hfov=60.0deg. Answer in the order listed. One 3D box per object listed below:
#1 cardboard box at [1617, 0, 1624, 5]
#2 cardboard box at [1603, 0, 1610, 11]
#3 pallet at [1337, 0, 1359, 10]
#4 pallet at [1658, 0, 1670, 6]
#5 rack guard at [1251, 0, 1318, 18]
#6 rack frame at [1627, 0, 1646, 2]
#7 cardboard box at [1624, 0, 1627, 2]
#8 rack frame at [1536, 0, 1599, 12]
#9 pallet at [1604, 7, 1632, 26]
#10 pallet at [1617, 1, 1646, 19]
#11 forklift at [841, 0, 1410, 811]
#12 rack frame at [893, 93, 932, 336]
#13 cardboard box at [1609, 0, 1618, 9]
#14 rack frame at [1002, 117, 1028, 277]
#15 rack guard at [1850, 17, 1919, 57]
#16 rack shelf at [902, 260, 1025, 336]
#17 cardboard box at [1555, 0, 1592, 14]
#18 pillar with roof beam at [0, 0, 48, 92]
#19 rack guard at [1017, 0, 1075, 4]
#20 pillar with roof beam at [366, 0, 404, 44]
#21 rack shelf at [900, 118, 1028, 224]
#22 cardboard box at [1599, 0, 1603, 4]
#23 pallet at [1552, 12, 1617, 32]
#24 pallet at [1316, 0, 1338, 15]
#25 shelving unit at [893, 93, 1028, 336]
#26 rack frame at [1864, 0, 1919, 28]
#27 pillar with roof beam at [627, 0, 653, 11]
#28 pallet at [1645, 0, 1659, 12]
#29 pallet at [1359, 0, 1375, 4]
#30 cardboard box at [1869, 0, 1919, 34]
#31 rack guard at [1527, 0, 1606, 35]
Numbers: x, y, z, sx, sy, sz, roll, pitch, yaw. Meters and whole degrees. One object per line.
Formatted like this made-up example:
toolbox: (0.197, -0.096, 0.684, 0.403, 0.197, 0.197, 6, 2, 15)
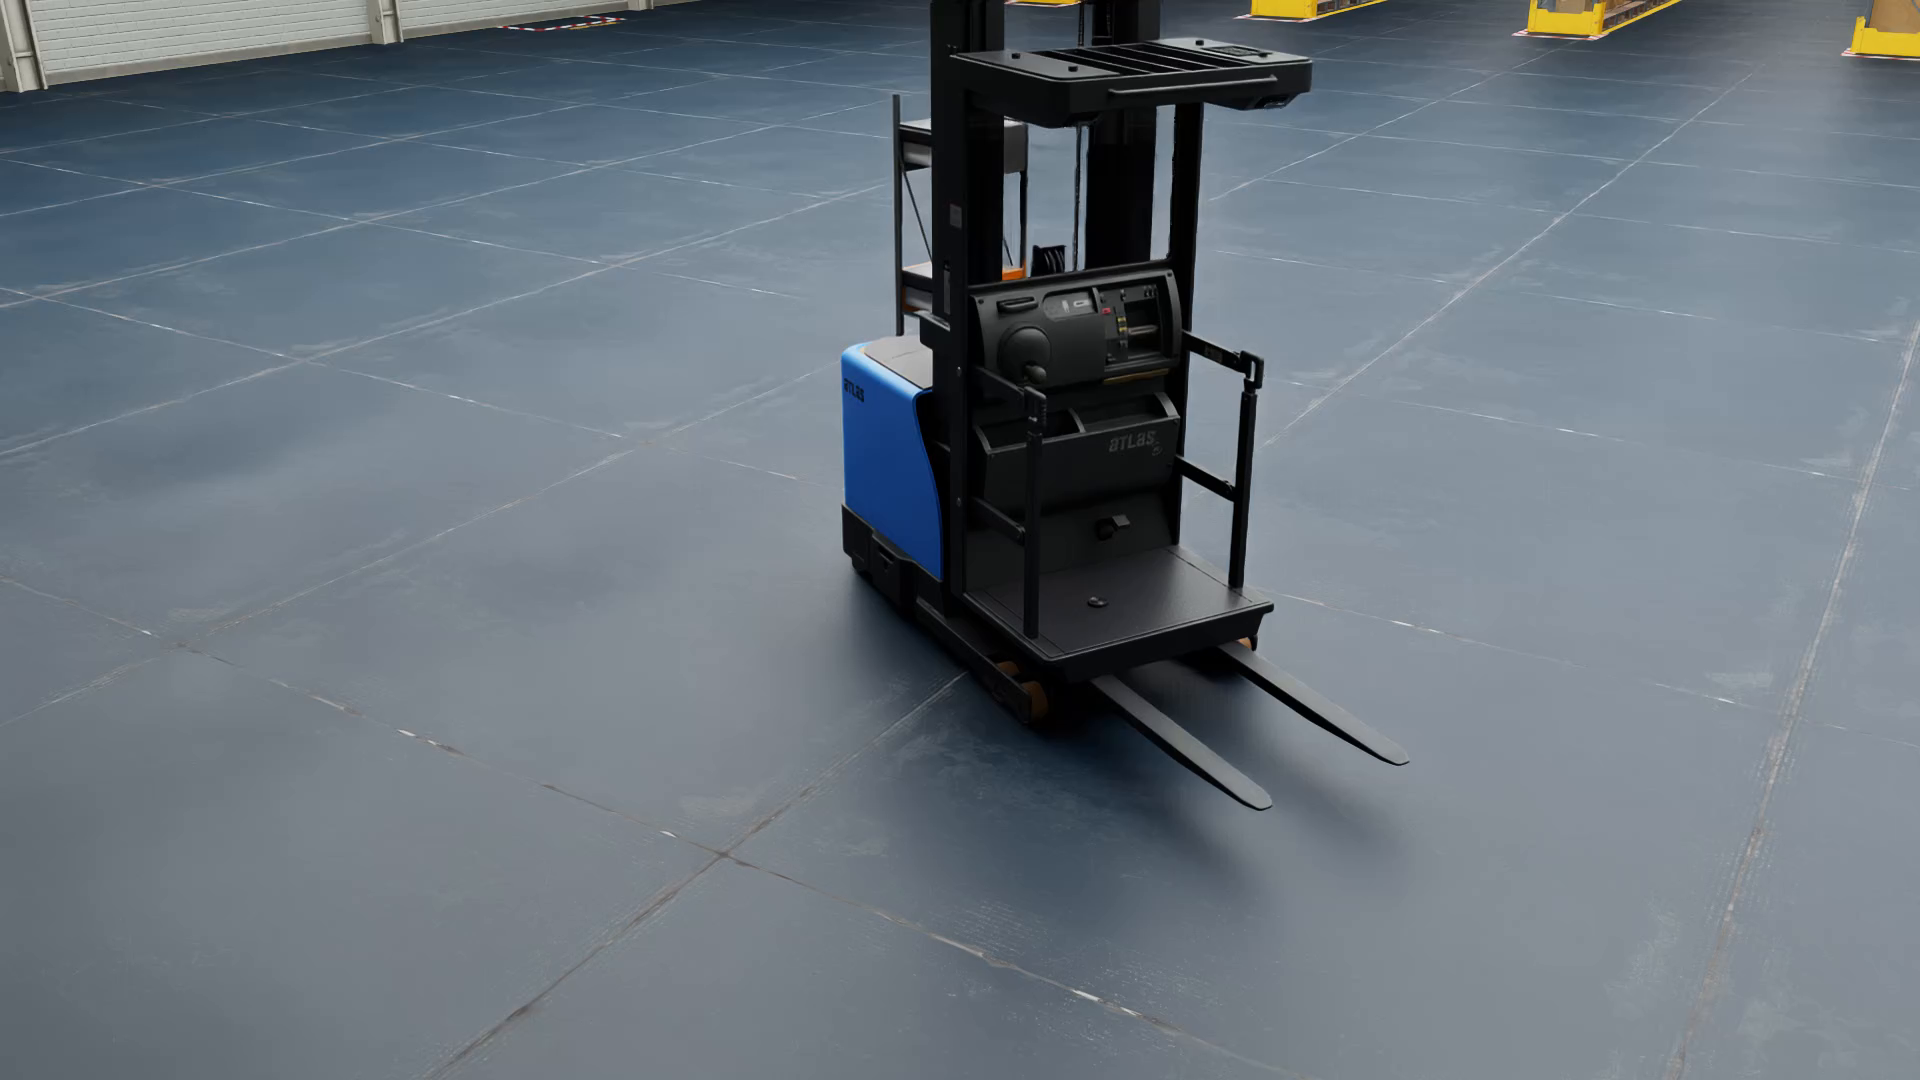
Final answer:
cardboard box: (11.690, -9.965, 30.111, 0.500, 0.500, 0.500, -18, 29, -36)
cardboard box: (11.097, -9.560, 29.175, 0.500, 0.500, 0.500, 17, 29, 34)
pallet: (6.990, -10.368, 31.933, 1.003, 0.211, 1.213, 14, 27, 29)
pallet: (13.283, -10.638, 32.557, 1.003, 0.211, 1.213, 14, 27, 29)
rack guard: (5.913, -9.817, 30.298, 1.175, 0.500, 0.348, 14, 27, 29)
rack frame: (12.231, -11.241, 30.440, 1.000, 3.000, 0.127, 14, 27, 29)
cardboard box: (11.986, -10.160, 30.561, 0.500, 0.500, 0.500, 13, 27, 27)
rack frame: (10.121, -9.891, 27.322, 1.000, 3.000, 0.127, 14, 27, 29)
pallet: (11.264, -9.314, 29.499, 1.003, 0.211, 1.213, 14, 27, 29)
pallet: (11.906, -9.727, 30.453, 1.003, 0.211, 1.213, 14, 27, 29)
forklift: (0.583, -0.825, 6.467, 1.130, 2.935, 3.031, -12, 26, -26)
rack frame: (-0.175, -1.073, 8.085, 0.015, 2.100, 0.400, -20, 31, -39)
cardboard box: (11.429, -9.739, 29.589, 0.500, 0.500, 0.500, 11, 26, 24)
rack frame: (0.183, -1.205, 8.390, 0.015, 2.100, 0.400, -20, 31, -39)
rack guard: (14.268, -7.662, 25.320, 1.175, 0.500, 0.348, 14, 27, 29)
rack shelf: (0.004, -1.126, 8.243, 0.480, 0.518, 0.431, -20, 31, -39)
cardboard box: (10.464, -9.144, 28.214, 0.500, 0.500, 0.500, 20, 30, 38)
pillar with roof beam: (-8.707, -9.198, 18.170, 9.100, 9.000, 0.400, 14, 27, 29)
rack guard: (1.694, -10.813, 32.598, 1.175, 0.500, 0.348, 14, 27, 29)
pillar with roof beam: (-5.542, -11.223, 22.848, 9.100, 9.000, 0.400, 14, 27, 29)
rack shelf: (0.004, -1.769, 7.965, 0.480, 0.518, 0.431, -20, 31, -39)
cardboard box: (10.750, -9.353, 28.696, 0.500, 0.500, 0.500, -20, 31, -39)
pallet: (10.619, -8.904, 28.551, 1.003, 0.211, 1.213, 14, 27, 29)
pallet: (6.346, -9.958, 30.986, 1.003, 0.211, 1.213, 14, 27, 29)
shelving unit: (0.004, -1.139, 8.238, 0.503, 2.100, 0.431, -20, 31, -39)
rack frame: (14.281, -8.817, 24.842, 1.000, 3.000, 0.127, 14, 27, 29)
pillar with roof beam: (-2.377, -13.248, 27.526, 9.100, 9.000, 0.400, 14, 27, 29)
pallet: (12.640, -10.224, 31.602, 1.003, 0.211, 1.213, 14, 27, 29)
pallet: (7.633, -10.781, 32.888, 1.003, 0.211, 1.213, 14, 27, 29)
cardboard box: (14.583, -8.278, 25.741, 0.875, 0.875, 0.875, 14, 27, 29)
rack guard: (10.161, -8.769, 27.877, 1.175, 0.500, 0.348, 14, 27, 29)
